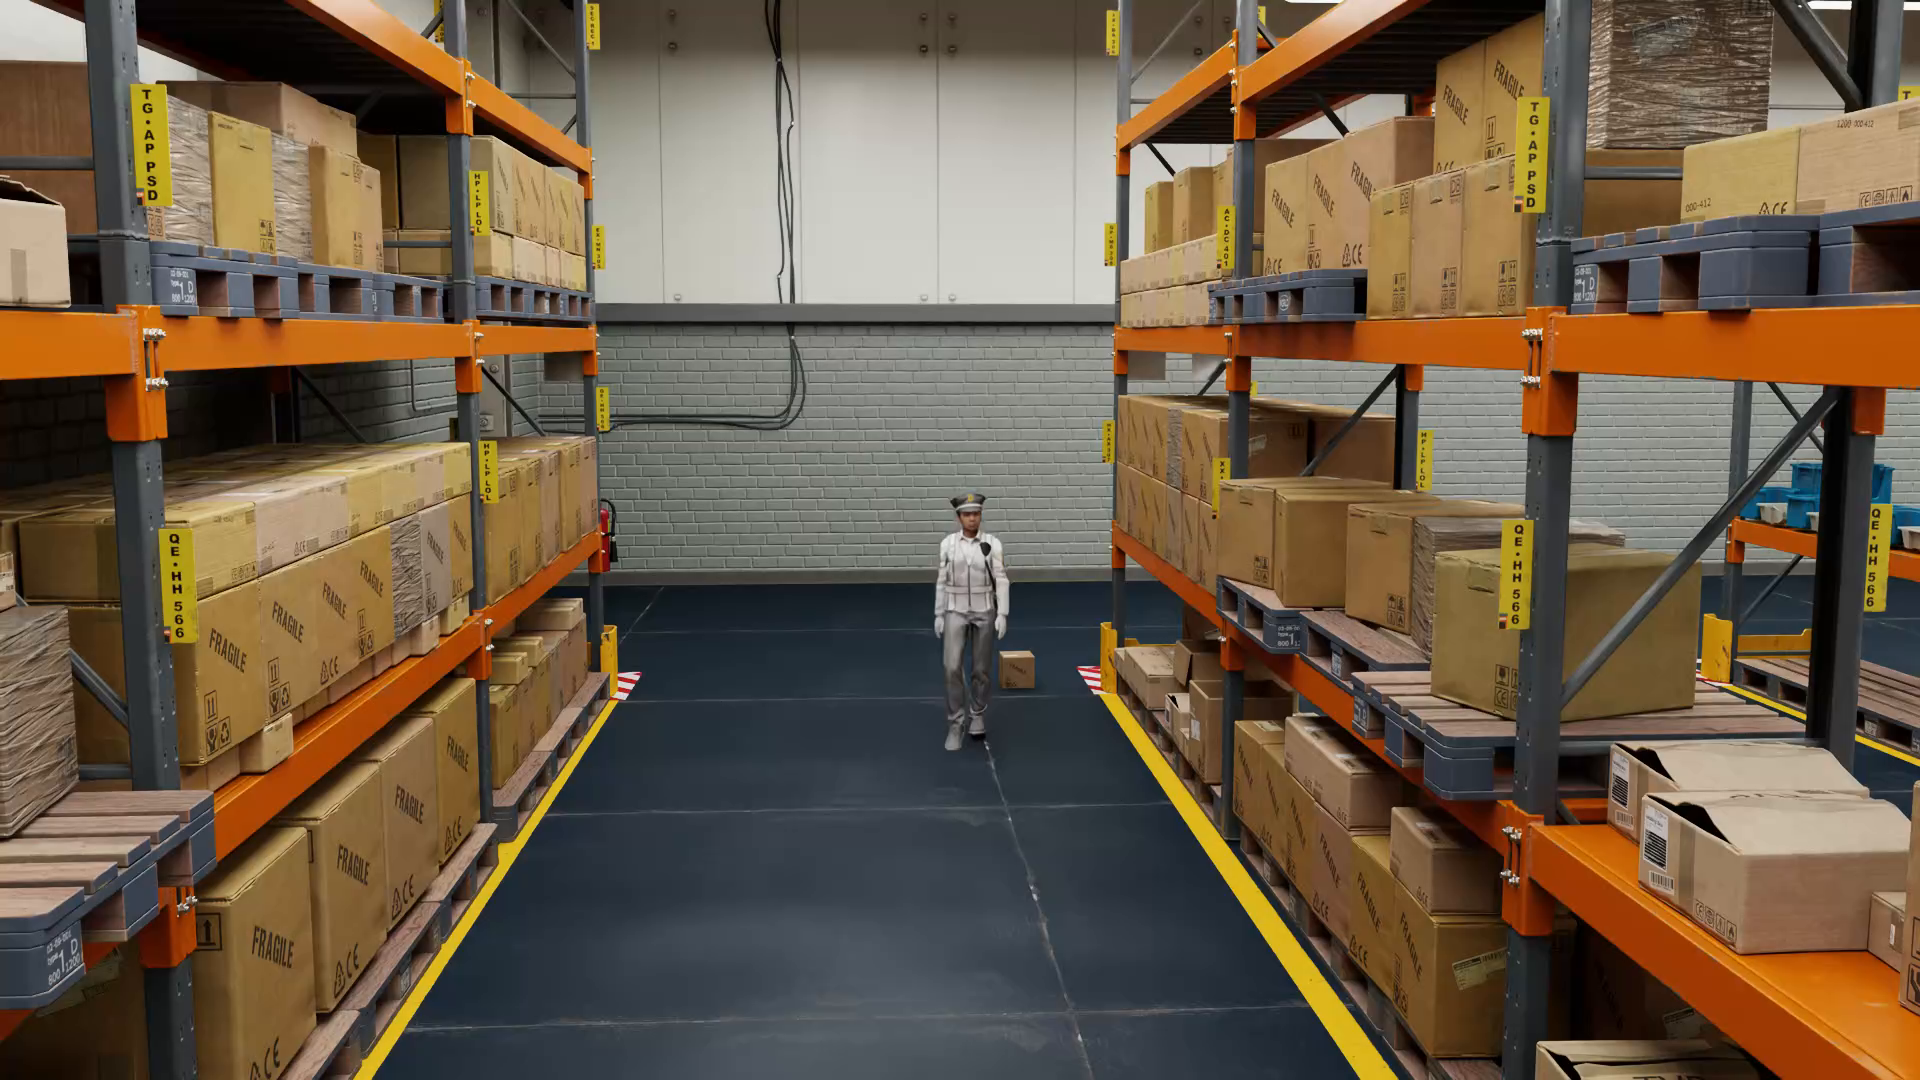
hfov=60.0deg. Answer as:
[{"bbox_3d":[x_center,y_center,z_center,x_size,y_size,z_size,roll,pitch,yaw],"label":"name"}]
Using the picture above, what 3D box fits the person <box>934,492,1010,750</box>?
[{"bbox_3d":[0.078,0.554,11.262,0.516,1.758,0.562,0,7,1],"label":"person"}]
